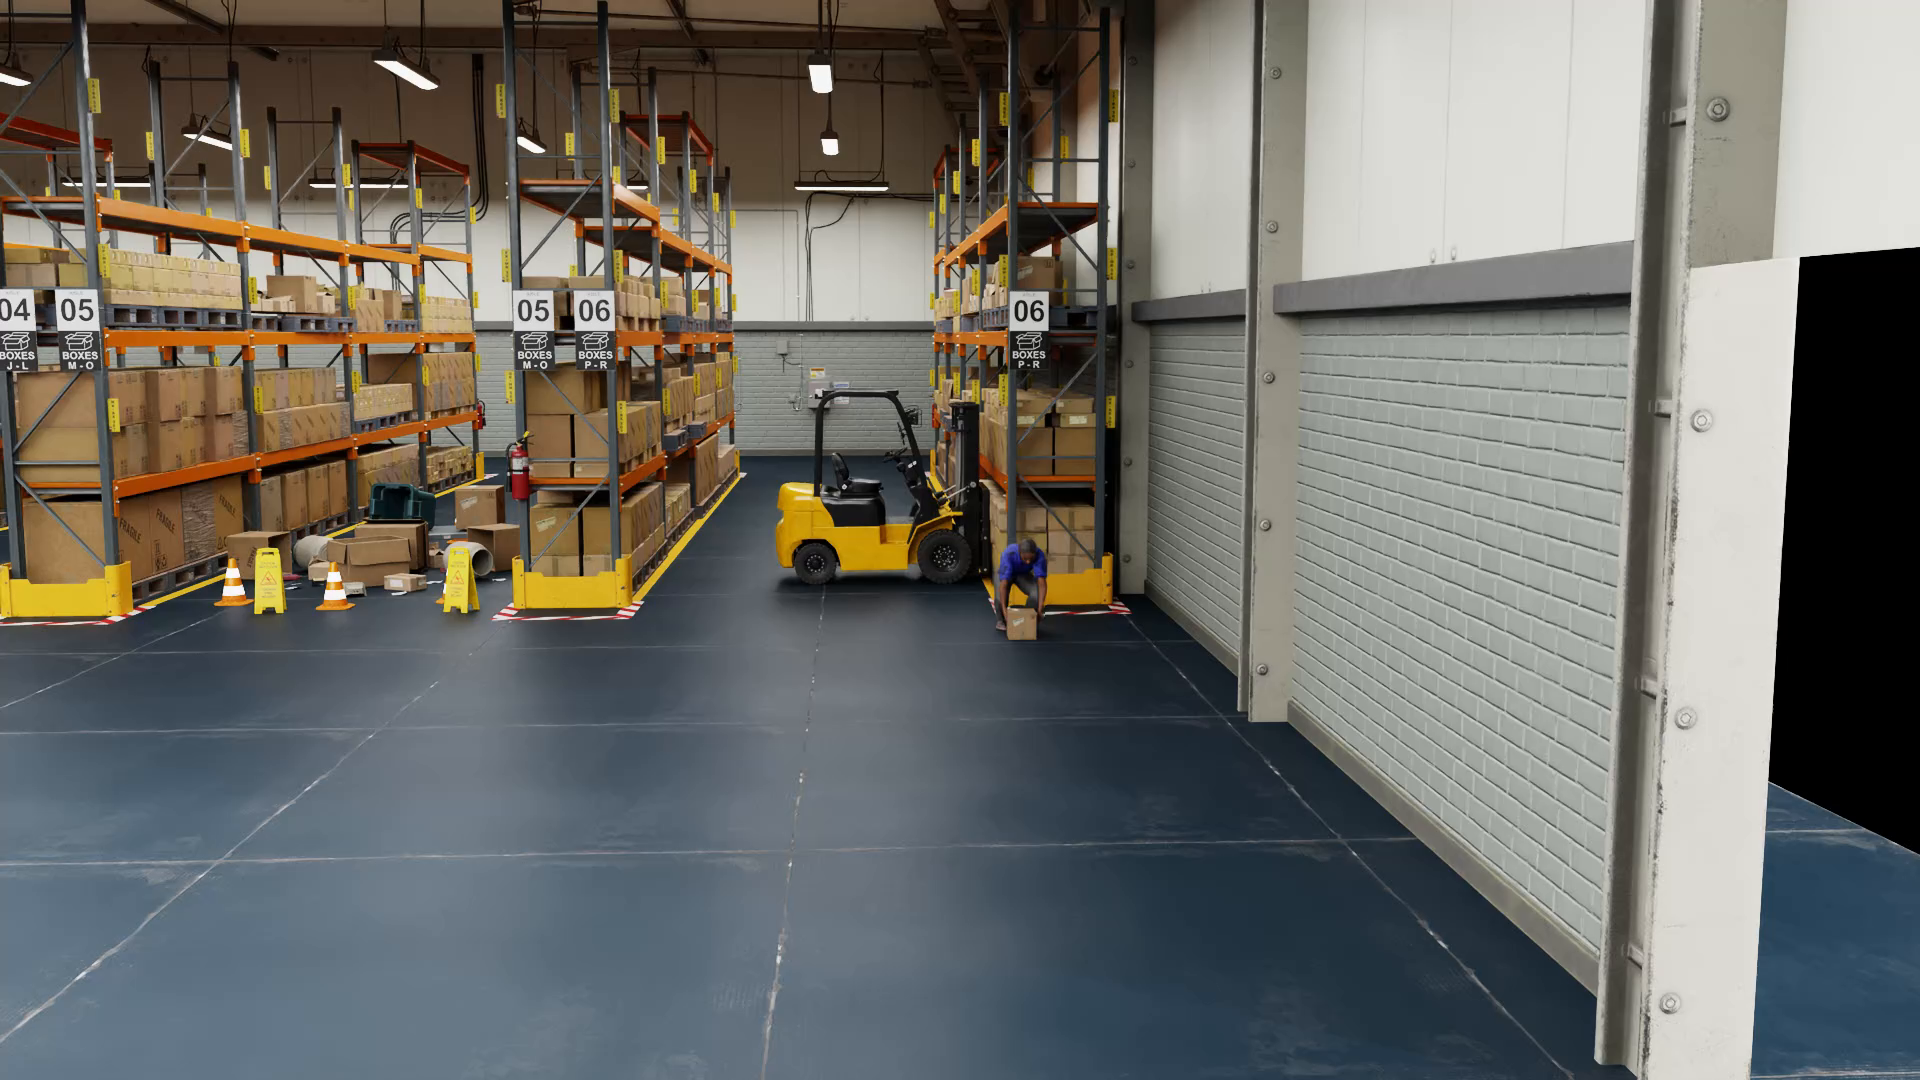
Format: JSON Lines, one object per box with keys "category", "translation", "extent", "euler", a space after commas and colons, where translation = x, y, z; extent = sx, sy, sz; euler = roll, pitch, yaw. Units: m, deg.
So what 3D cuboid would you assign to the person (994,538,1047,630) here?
{"category": "person", "translation": [0.556, 0.403, 15.579], "extent": [0.483, 0.911, 0.807], "euler": [0, 7, -4]}
